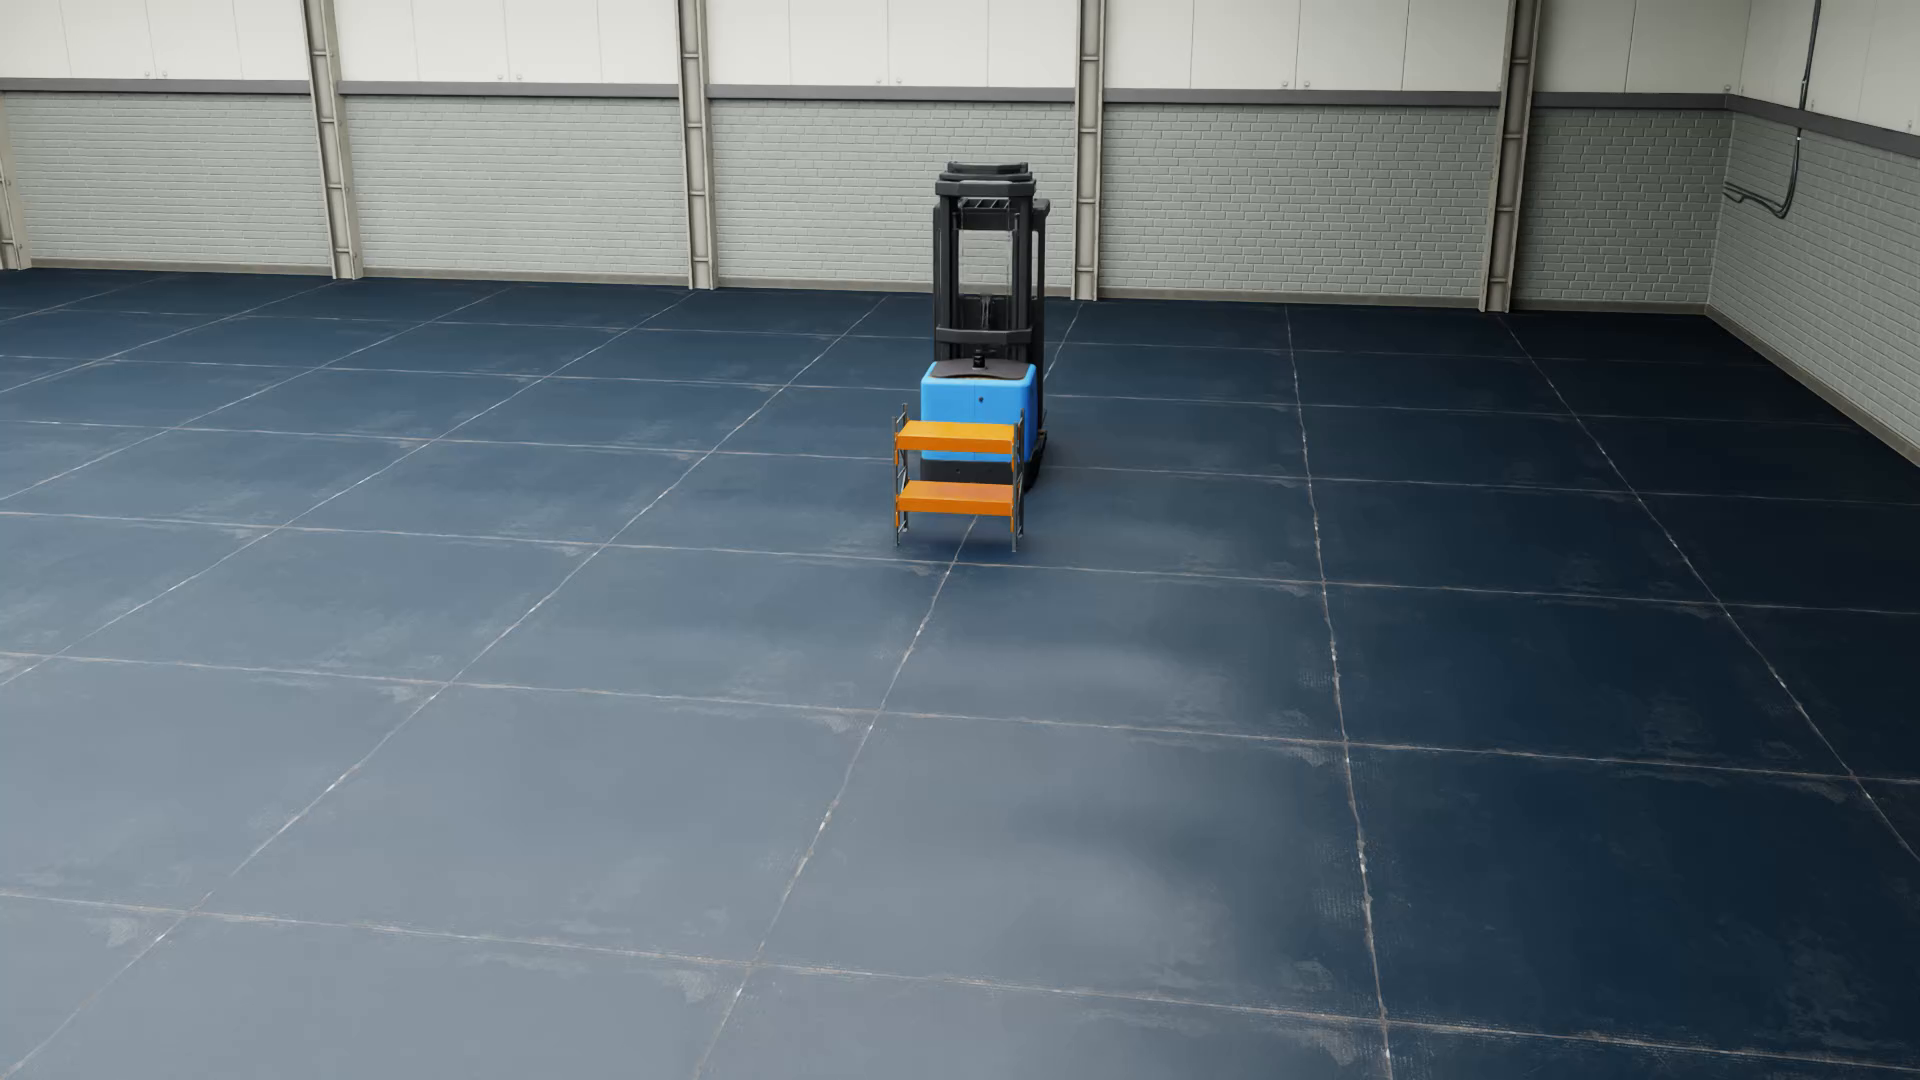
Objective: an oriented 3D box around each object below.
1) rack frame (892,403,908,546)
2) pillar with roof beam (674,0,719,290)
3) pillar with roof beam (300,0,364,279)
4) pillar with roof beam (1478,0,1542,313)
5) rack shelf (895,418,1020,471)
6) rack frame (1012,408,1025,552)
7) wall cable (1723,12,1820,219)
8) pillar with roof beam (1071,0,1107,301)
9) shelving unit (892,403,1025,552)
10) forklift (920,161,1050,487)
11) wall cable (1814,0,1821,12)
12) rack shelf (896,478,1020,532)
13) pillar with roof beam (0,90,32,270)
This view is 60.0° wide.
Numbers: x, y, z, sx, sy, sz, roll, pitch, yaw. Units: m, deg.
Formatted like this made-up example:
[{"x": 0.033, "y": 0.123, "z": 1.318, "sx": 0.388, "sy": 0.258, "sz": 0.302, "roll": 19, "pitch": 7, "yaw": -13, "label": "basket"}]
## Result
[{"x": -0.509, "y": -0.559, "z": 14.202, "sx": 0.032, "sy": 1.125, "sz": 0.500, "roll": 3, "pitch": 19, "yaw": 9, "label": "rack frame"}, {"x": -4.711, "y": -6.891, "z": 20.717, "sx": 0.400, "sy": 9.000, "sz": 9.100, "roll": 3, "pitch": 19, "yaw": 9, "label": "pillar with roof beam"}, {"x": -10.635, "y": -7.193, "z": 21.620, "sx": 0.400, "sy": 9.000, "sz": 9.100, "roll": 3, "pitch": 19, "yaw": 9, "label": "pillar with roof beam"}, {"x": 7.137, "y": -6.287, "z": 18.912, "sx": 0.400, "sy": 9.000, "sz": 9.100, "roll": 3, "pitch": 19, "yaw": 9, "label": "pillar with roof beam"}, {"x": -0.007, "y": -0.811, "z": 14.033, "sx": 1.000, "sy": 0.278, "sz": 0.538, "roll": 3, "pitch": 19, "yaw": 9, "label": "rack shelf"}, {"x": 0.495, "y": -0.508, "z": 14.049, "sx": 0.032, "sy": 1.125, "sz": 0.500, "roll": 3, "pitch": 19, "yaw": 9, "label": "rack frame"}, {"x": 10.518, "y": -5.601, "z": 21.754, "sx": 0.112, "sy": 2.526, "sz": 3.097, "roll": 3, "pitch": 19, "yaw": 9, "label": "wall cable"}, {"x": 1.213, "y": -6.589, "z": 19.815, "sx": 0.400, "sy": 9.000, "sz": 9.100, "roll": 3, "pitch": 19, "yaw": 9, "label": "pillar with roof beam"}, {"x": -0.007, "y": -0.534, "z": 14.126, "sx": 1.048, "sy": 1.125, "sz": 0.538, "roll": 3, "pitch": 19, "yaw": 9, "label": "shelving unit"}, {"x": 0.311, "y": -2.307, "z": 16.578, "sx": 1.130, "sy": 2.935, "sz": 3.031, "roll": 2, "pitch": 19, "yaw": 6, "label": "forklift"}, {"x": 10.089, "y": -7.149, "z": 18.420, "sx": 0.112, "sy": 2.526, "sz": 3.097, "roll": 3, "pitch": 19, "yaw": 9, "label": "wall cable"}, {"x": -0.007, "y": -0.302, "z": 14.203, "sx": 1.000, "sy": 0.278, "sz": 0.538, "roll": 3, "pitch": 19, "yaw": 9, "label": "rack shelf"}, {"x": -16.559, "y": -7.495, "z": 22.522, "sx": 0.400, "sy": 9.000, "sz": 9.100, "roll": 3, "pitch": 19, "yaw": 9, "label": "pillar with roof beam"}]
